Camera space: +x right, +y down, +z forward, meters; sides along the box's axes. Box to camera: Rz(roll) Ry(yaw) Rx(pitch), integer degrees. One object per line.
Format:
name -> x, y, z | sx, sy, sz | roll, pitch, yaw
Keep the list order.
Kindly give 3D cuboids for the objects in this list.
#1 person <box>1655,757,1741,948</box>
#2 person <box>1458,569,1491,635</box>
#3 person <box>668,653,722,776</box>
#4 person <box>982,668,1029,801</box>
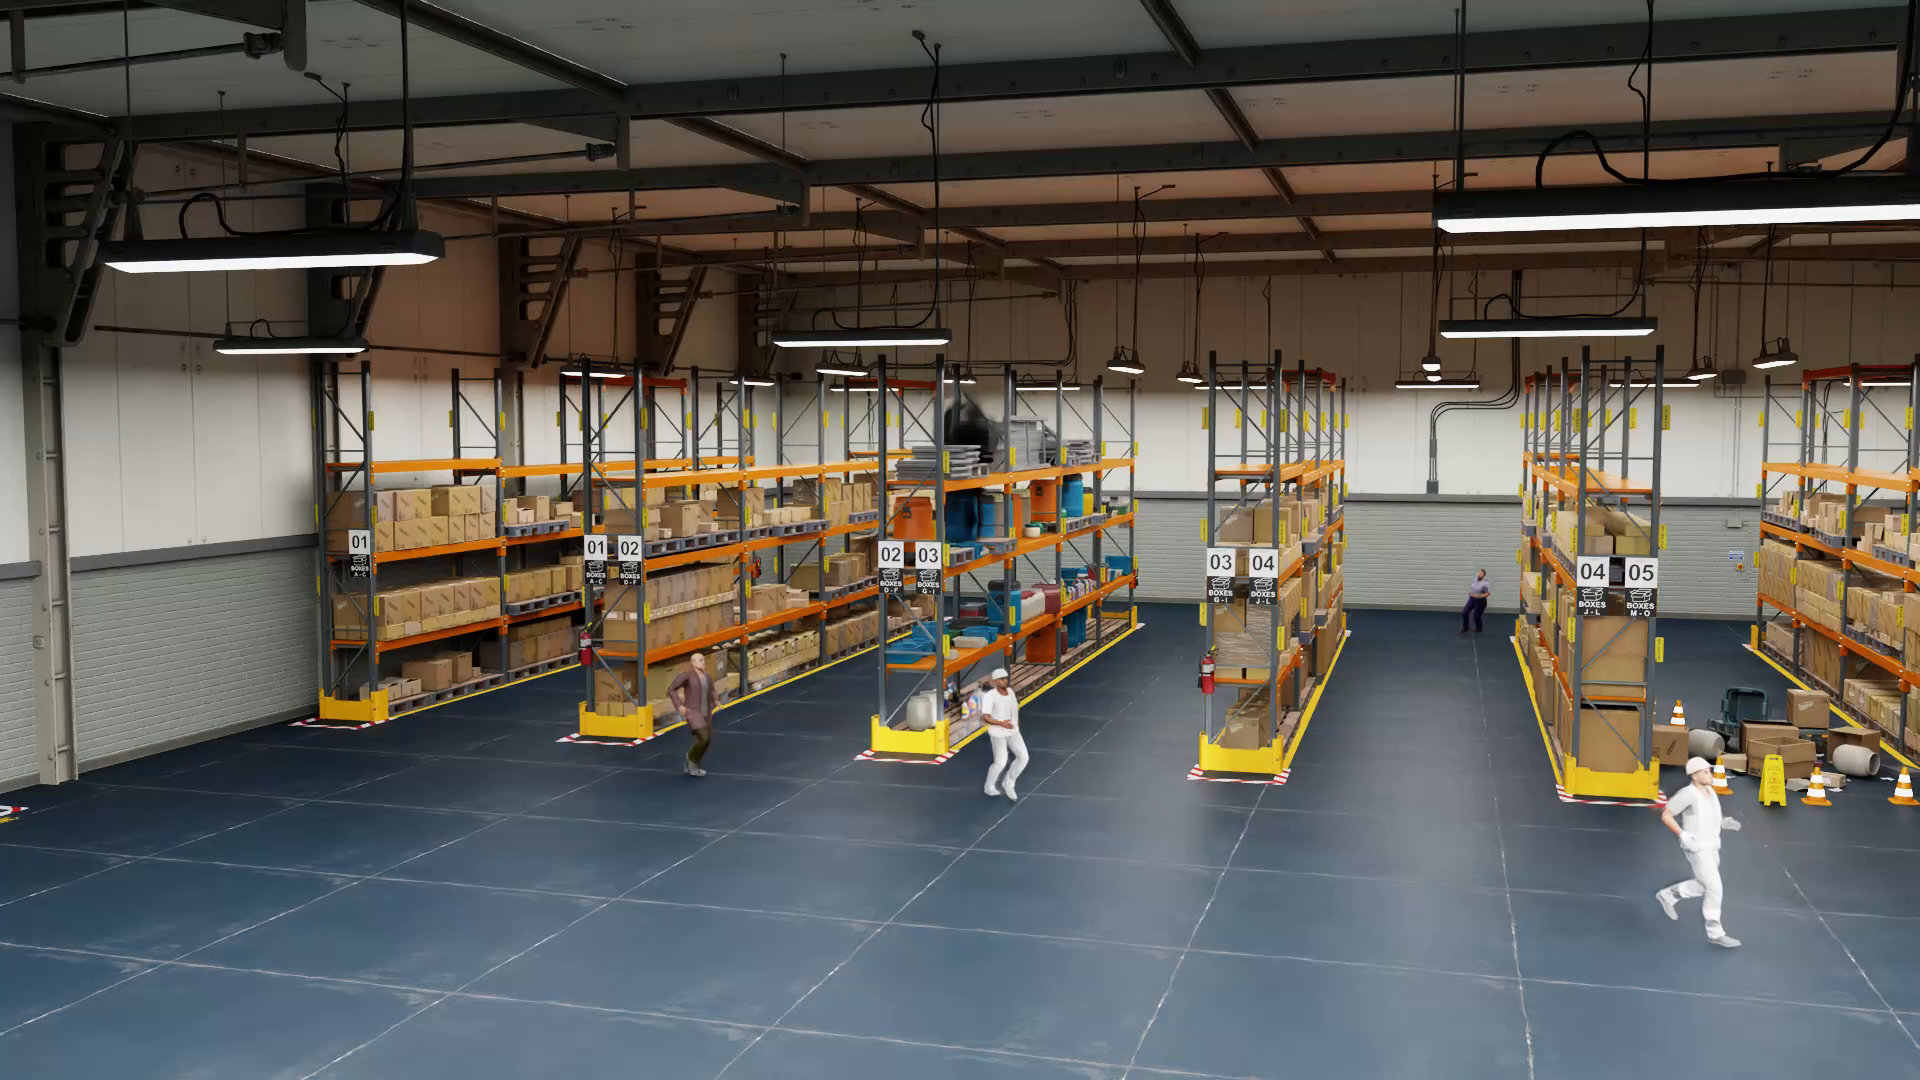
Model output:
person -> 7.123, 2.973, 16.029 | 0.670, 1.765, 0.893 | -3, 5, -37
person -> 12.100, 1.457, 38.815 | 0.662, 1.604, 0.775 | -2, 5, -30
person -> -3.667, 2.462, 23.363 | 0.646, 1.736, 0.720 | 3, 5, 39
person -> 0.597, 2.571, 21.994 | 0.710, 1.759, 0.690 | -3, 5, -39
